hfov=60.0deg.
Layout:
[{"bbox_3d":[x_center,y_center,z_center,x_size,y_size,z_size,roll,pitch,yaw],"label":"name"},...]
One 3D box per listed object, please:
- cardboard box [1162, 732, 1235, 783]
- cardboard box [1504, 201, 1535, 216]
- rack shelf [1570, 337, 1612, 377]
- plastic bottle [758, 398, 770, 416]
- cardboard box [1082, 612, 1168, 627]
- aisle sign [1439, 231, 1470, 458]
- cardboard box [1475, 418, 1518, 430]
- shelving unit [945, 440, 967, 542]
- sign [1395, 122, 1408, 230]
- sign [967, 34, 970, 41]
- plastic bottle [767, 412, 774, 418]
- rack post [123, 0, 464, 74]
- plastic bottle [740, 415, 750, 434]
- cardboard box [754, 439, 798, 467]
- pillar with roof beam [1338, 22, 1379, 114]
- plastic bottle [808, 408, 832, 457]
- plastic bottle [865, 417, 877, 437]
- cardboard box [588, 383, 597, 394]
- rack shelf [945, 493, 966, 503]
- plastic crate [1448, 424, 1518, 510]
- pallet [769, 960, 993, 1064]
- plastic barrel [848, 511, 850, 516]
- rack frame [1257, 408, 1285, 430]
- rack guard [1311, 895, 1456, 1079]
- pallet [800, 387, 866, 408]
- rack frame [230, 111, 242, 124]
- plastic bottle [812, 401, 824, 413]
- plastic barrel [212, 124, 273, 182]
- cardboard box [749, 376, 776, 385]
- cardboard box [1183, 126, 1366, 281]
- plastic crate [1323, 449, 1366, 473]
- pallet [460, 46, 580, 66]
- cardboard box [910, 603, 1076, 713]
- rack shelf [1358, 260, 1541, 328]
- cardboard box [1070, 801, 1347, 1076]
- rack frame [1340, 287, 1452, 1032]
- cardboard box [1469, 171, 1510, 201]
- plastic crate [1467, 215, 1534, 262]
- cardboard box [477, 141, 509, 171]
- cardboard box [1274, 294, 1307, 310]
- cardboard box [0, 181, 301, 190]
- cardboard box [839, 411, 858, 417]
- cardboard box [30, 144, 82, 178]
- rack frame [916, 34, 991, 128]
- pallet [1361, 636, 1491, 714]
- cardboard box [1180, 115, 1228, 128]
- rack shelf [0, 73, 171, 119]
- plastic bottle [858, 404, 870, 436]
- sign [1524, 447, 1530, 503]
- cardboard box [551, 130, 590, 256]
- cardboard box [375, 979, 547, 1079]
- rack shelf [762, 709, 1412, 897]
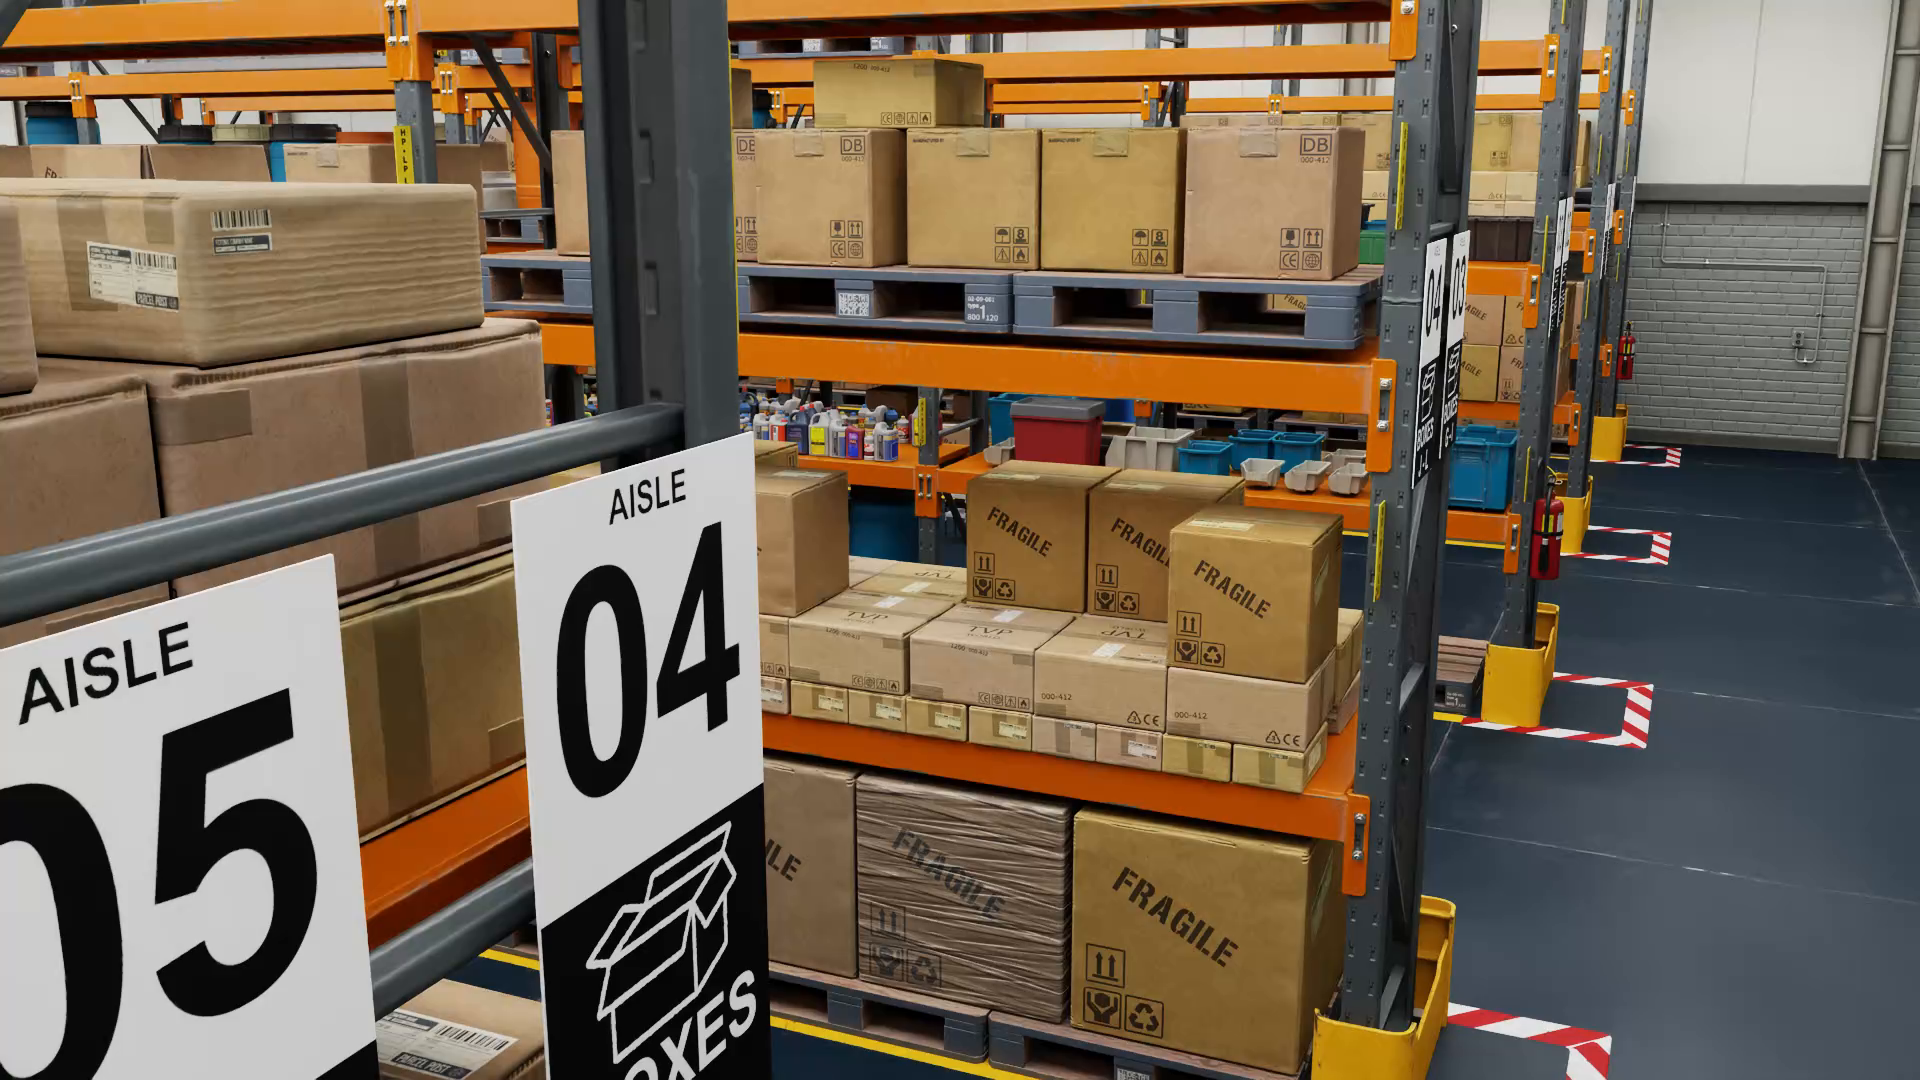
[{"bbox_3d":[0.916,0.739,6.085,0.250,0.149,0.380,6,14,24],"label":"cardboard box"},{"bbox_3d":[5.053,-2.844,14.567,0.500,0.250,0.500,6,14,23],"label":"cardboard box"},{"bbox_3d":[5.804,-2.334,20.206,4.000,0.370,1.077,6,14,23],"label":"rack shelf"},{"bbox_3d":[-1.549,-0.993,13.195,0.097,0.271,0.097,0,13,0],"label":"plastic bottle"},{"bbox_3d":[0.806,0.385,6.720,0.500,0.250,0.500,6,14,23],"label":"cardboard box"},{"bbox_3d":[1.801,-0.717,6.050,0.004,0.787,0.394,6,14,23],"label":"aisle sign"},{"bbox_3d":[6.494,-1.577,19.957,0.500,0.500,0.700,6,14,23],"label":"cardboard box"},{"bbox_3d":[0.007,-0.437,15.144,0.210,0.900,0.258,6,14,23],"label":"shelving unit"},{"bbox_3d":[1.381,-1.136,5.196,0.005,0.325,0.100,6,14,23],"label":"sign"},{"bbox_3d":[0.107,-6.539,21.202,0.005,0.325,0.100,6,14,23],"label":"sign"},{"bbox_3d":[-1.414,-0.827,12.491,0.097,0.271,0.097,0,13,0],"label":"plastic bottle"},{"bbox_3d":[-5.517,-4.394,13.840,3.121,1.000,1.013,6,14,23],"label":"rack post"},{"bbox_3d":[-1.659,-0.823,12.463,0.135,0.276,0.152,6,14,23],"label":"plastic bottle"},{"bbox_3d":[-1.059,-0.169,7.438,0.500,0.500,0.500,6,14,24],"label":"cardboard box"},{"bbox_3d":[3.222,-5.007,16.889,0.400,9.000,9.100,6,14,23],"label":"pillar with roof beam"},{"bbox_3d":[-1.011,-0.793,12.171,0.185,0.351,0.144,6,14,23],"label":"plastic bottle"},{"bbox_3d":[-0.675,-0.832,12.664,0.097,0.201,0.097,0,13,0],"label":"plastic bottle"},{"bbox_3d":[-4.378,-1.689,19.754,0.500,0.311,0.500,6,15,25],"label":"cardboard box"},{"bbox_3d":[0.007,-0.405,15.152,0.200,0.077,0.258,6,14,23],"label":"rack shelf"},{"bbox_3d":[3.238,-0.468,10.472,0.499,0.435,0.616,6,14,23],"label":"plastic crate"},{"bbox_3d":[-0.261,1.791,7.155,1.213,0.211,1.003,6,14,23],"label":"pallet"},{"bbox_3d":[-1.176,-0.102,12.795,0.708,0.901,0.600,6,14,23],"label":"plastic barrel"},{"bbox_3d":[3.975,-2.869,20.912,0.127,3.000,1.000,6,14,23],"label":"rack frame"},{"bbox_3d":[1.635,1.824,6.384,0.348,0.500,1.175,6,14,23],"label":"rack guard"},{"bbox_3d":[-1.508,-2.068,23.600,1.213,0.211,1.003,6,14,23],"label":"pallet"},{"bbox_3d":[-8.998,-5.866,20.551,0.053,2.616,0.949,6,14,23],"label":"rack frame"},{"bbox_3d":[-1.153,-0.948,12.995,0.135,0.276,0.152,6,14,23],"label":"plastic bottle"},{"bbox_3d":[-6.201,-3.183,14.583,0.600,0.901,0.600,0,13,0],"label":"plastic barrel"},{"bbox_3d":[-2.660,-2.542,24.027,0.500,0.500,0.700,6,15,25],"label":"cardboard box"},{"bbox_3d":[1.116,-1.195,5.852,0.500,0.500,0.700,5,14,20],"label":"cardboard box"},{"bbox_3d":[2.647,-0.532,11.398,0.298,0.136,0.250,6,14,23],"label":"plastic crate"},{"bbox_3d":[-3.048,-3.731,12.741,1.003,0.211,1.213,6,14,23],"label":"pallet"},{"bbox_3d":[0.134,0.449,6.447,0.500,0.250,0.500,5,14,21],"label":"cardboard box"},{"bbox_3d":[1.791,-1.725,11.045,4.000,0.370,1.077,6,14,23],"label":"rack shelf"},{"bbox_3d":[0.996,1.392,6.484,0.875,0.875,0.875,6,14,23],"label":"cardboard box"},{"bbox_3d":[1.613,0.604,6.108,0.127,3.000,1.000,6,14,23],"label":"rack frame"},{"bbox_3d":[4.599,-3.135,14.714,0.500,0.250,0.500,6,14,23],"label":"cardboard box"},{"bbox_3d":[3.380,-1.921,10.589,0.590,0.269,0.497,6,14,23],"label":"plastic crate"},{"bbox_3d":[-5.696,-4.458,19.671,0.500,0.500,0.500,7,15,28],"label":"cardboard box"},{"bbox_3d":[3.231,-2.172,15.533,0.500,0.500,0.500,5,14,22],"label":"cardboard box"},{"bbox_3d":[-0.918,-0.299,1.751,0.250,0.149,0.380,6,15,26],"label":"cardboard box"},{"bbox_3d":[-1.385,-1.100,17.880,0.500,0.500,0.500,6,15,26],"label":"cardboard box"},{"bbox_3d":[-4.289,-1.746,8.422,0.500,0.500,0.500,7,15,26],"label":"cardboard box"},{"bbox_3d":[-0.038,-3.721,11.409,0.127,3.000,1.000,6,14,23],"label":"rack frame"},{"bbox_3d":[2.881,0.843,11.195,1.213,0.211,1.003,6,14,23],"label":"pallet"},{"bbox_3d":[2.432,-3.793,15.875,0.500,0.500,0.700,6,14,23],"label":"cardboard box"},{"bbox_3d":[-9.181,-4.101,15.480,4.000,0.370,1.077,6,14,23],"label":"rack shelf"},{"bbox_3d":[-0.736,-0.910,12.845,0.097,0.271,0.097,0,13,0],"label":"plastic bottle"},{"bbox_3d":[3.411,-0.393,10.002,0.005,0.325,0.100,6,14,23],"label":"sign"},{"bbox_3d":[-1.304,-1.468,7.017,0.500,0.500,0.700,5,14,20],"label":"cardboard box"},{"bbox_3d":[-0.791,0.854,1.986,0.500,0.500,0.500,6,14,23],"label":"cardboard box"},{"bbox_3d":[-0.215,0.770,6.979,4.000,0.370,1.077,6,14,23],"label":"rack shelf"}]
